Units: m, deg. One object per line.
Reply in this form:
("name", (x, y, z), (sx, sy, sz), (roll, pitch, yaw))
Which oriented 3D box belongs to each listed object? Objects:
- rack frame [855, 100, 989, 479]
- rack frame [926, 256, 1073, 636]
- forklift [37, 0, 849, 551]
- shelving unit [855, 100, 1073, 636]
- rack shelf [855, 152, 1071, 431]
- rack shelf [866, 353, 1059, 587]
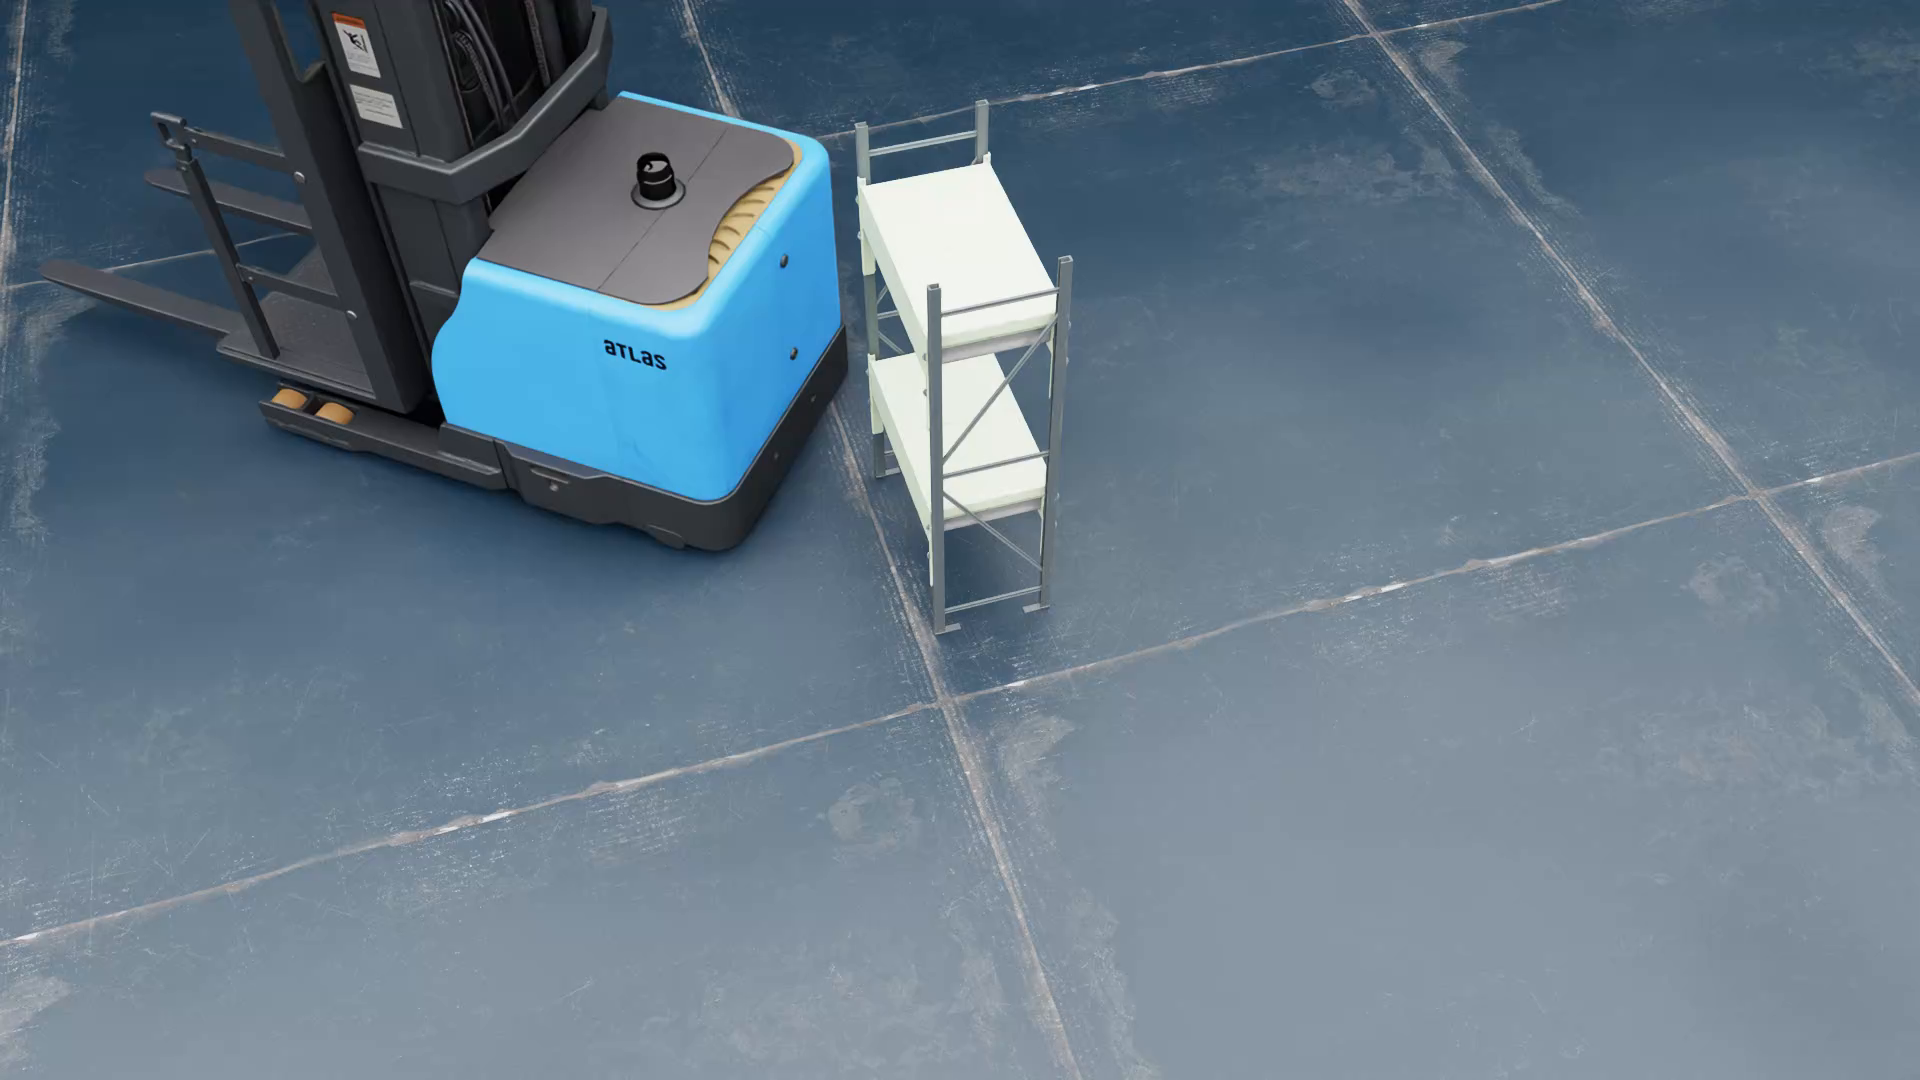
("rack frame", (-0.110, -0.756, 5.406), (0.400, 1.500, 0.023), (-13, 51, -11))
("rack frame", (0.106, -0.221, 4.955), (0.400, 1.500, 0.023), (-13, 51, -11))
("forklift", (-1.985, -1.637, 5.213), (3.031, 2.935, 1.130), (17, 52, 14))
("shelving unit", (-0.002, -0.488, 5.181), (0.431, 1.500, 0.755), (-13, 51, -11))
("rack shelf", (-0.002, -0.740, 4.882), (0.431, 0.370, 0.720), (-13, 51, -11))
("rack shelf", (-0.002, -0.278, 5.430), (0.431, 0.370, 0.720), (-13, 51, -11))
